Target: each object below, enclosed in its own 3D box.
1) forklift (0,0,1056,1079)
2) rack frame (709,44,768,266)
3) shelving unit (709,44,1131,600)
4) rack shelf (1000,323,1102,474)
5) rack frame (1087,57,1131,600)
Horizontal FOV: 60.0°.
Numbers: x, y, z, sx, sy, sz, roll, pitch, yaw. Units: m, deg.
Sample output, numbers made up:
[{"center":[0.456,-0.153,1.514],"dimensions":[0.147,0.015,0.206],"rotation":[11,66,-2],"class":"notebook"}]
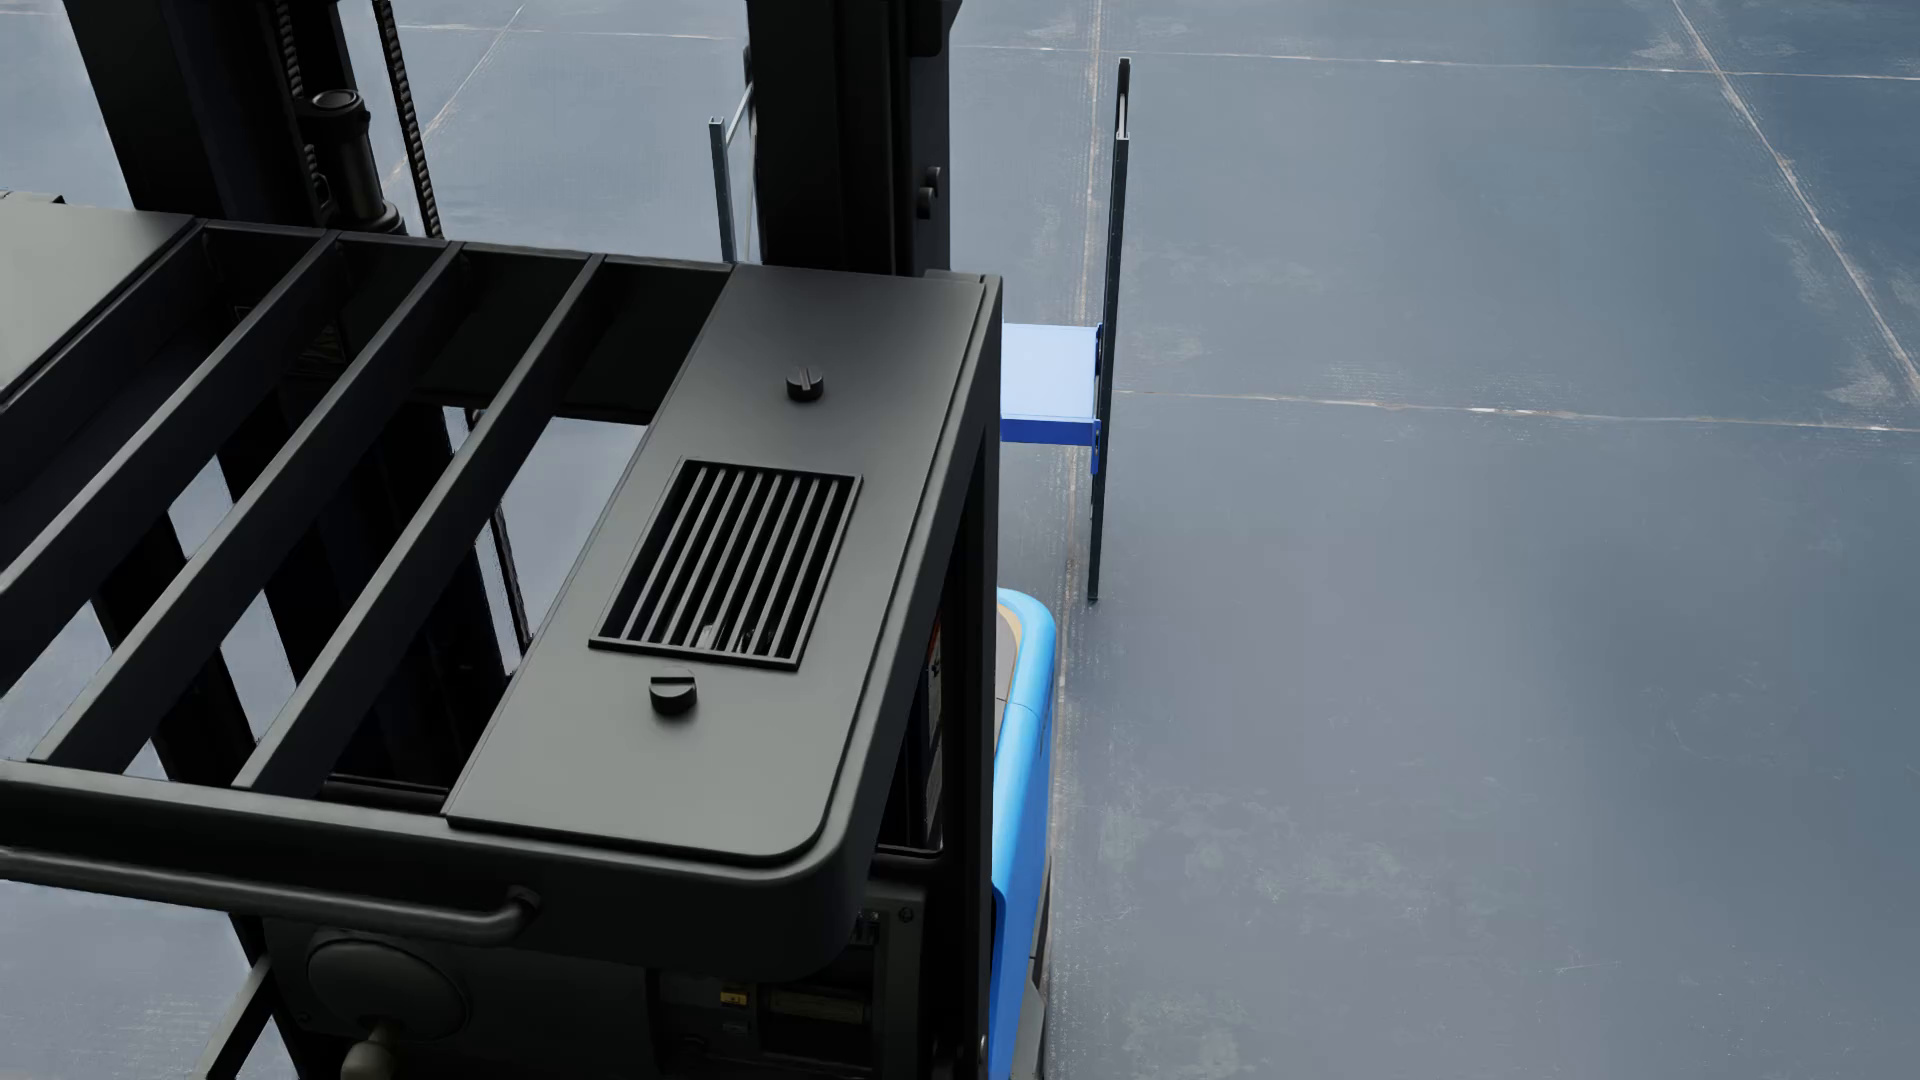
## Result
[{"center":[-0.542,0.671,2.104],"dimensions":[1.130,2.935,3.031],"rotation":[6,40,7],"class":"forklift"},{"center":[-0.591,-0.614,4.816],"dimensions":[0.032,1.500,0.500],"rotation":[3,39,4],"class":"rack frame"},{"center":[-0.085,-0.586,4.782],"dimensions":[1.048,1.500,0.538],"rotation":[3,39,4],"class":"shelving unit"},{"center":[-0.085,-0.447,4.896],"dimensions":[1.000,0.185,0.538],"rotation":[3,39,4],"class":"rack shelf"},{"center":[0.421,-0.559,4.748],"dimensions":[0.032,1.500,0.500],"rotation":[3,39,4],"class":"rack frame"}]
